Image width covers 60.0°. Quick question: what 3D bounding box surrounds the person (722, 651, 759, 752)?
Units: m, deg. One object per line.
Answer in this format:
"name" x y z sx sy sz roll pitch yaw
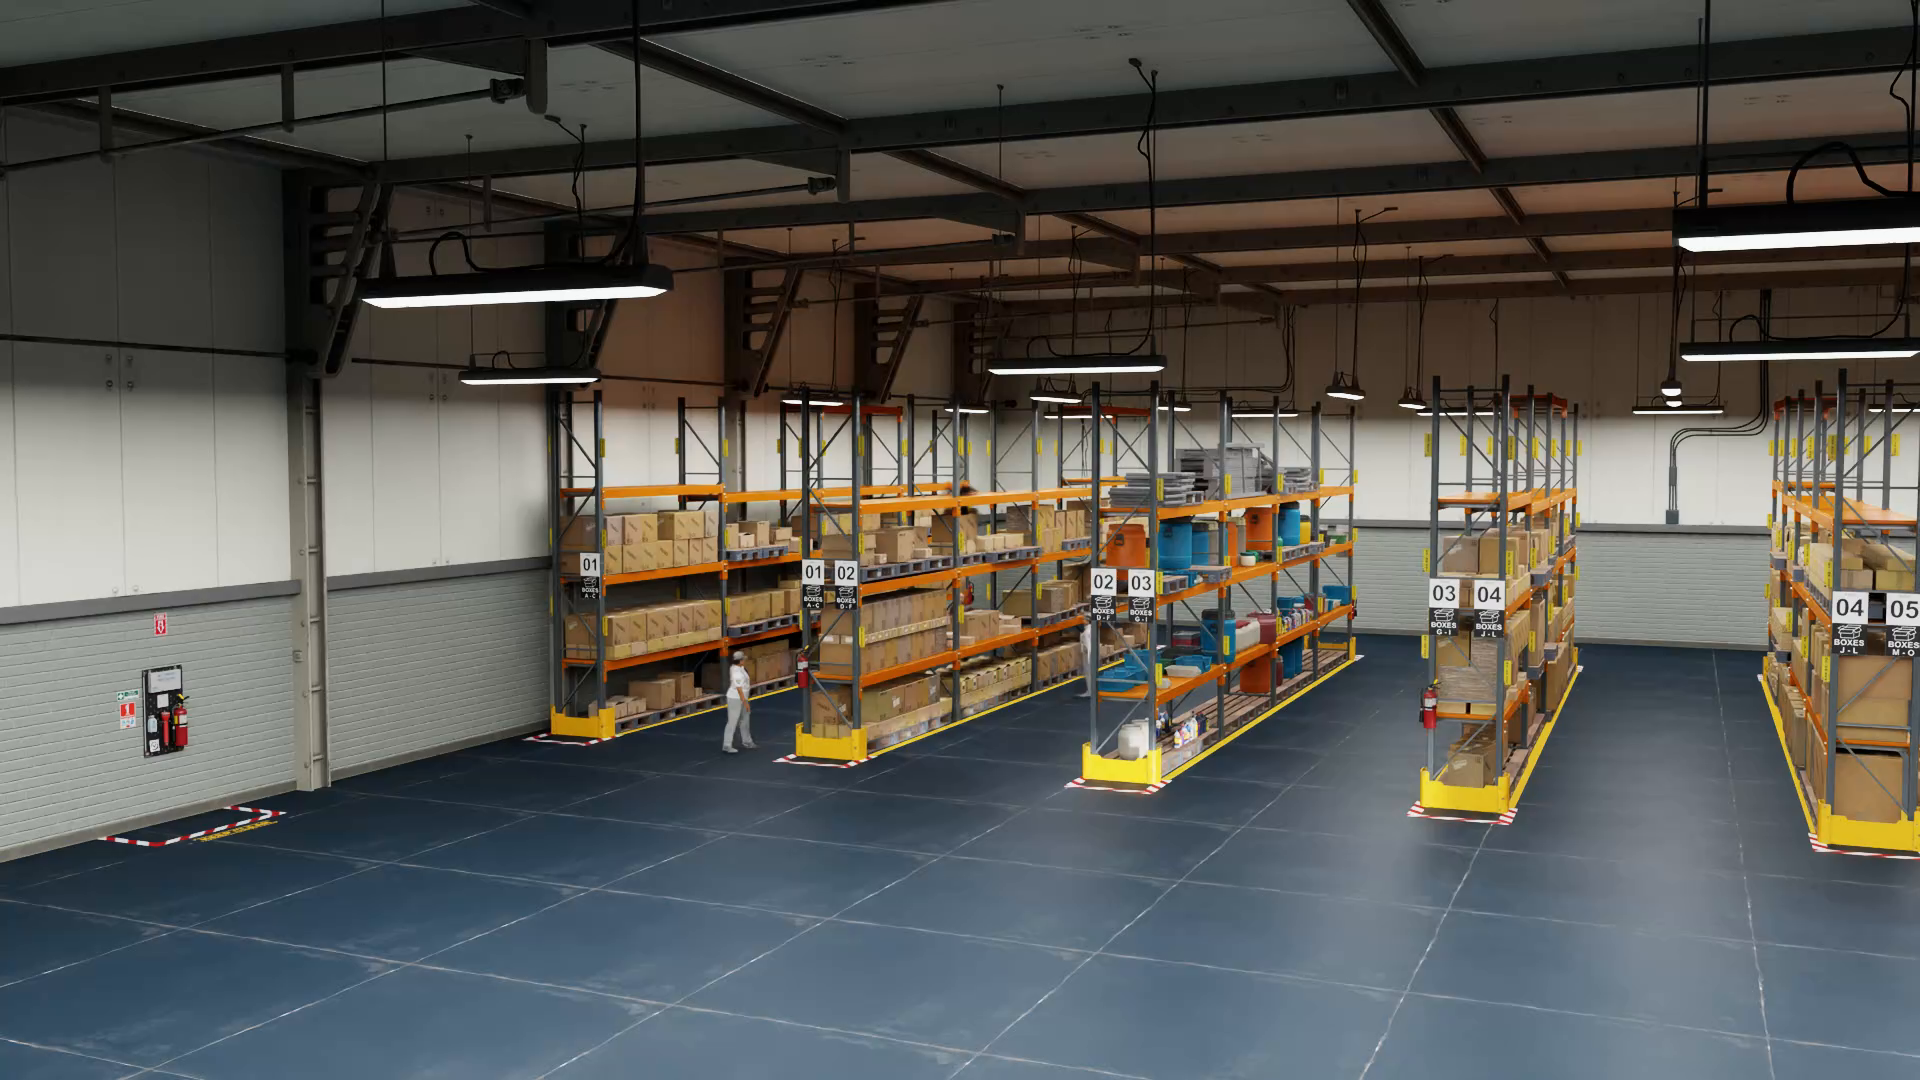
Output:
"person" -3.640 2.670 27.522 0.536 1.690 0.659 0 3 3

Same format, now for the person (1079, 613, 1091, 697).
"person" 2.577 2.305 33.525 0.340 1.694 0.554 1 3 10

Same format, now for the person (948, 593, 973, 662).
"person" -0.019 2.058 37.227 0.605 1.710 1.113 1 3 23
